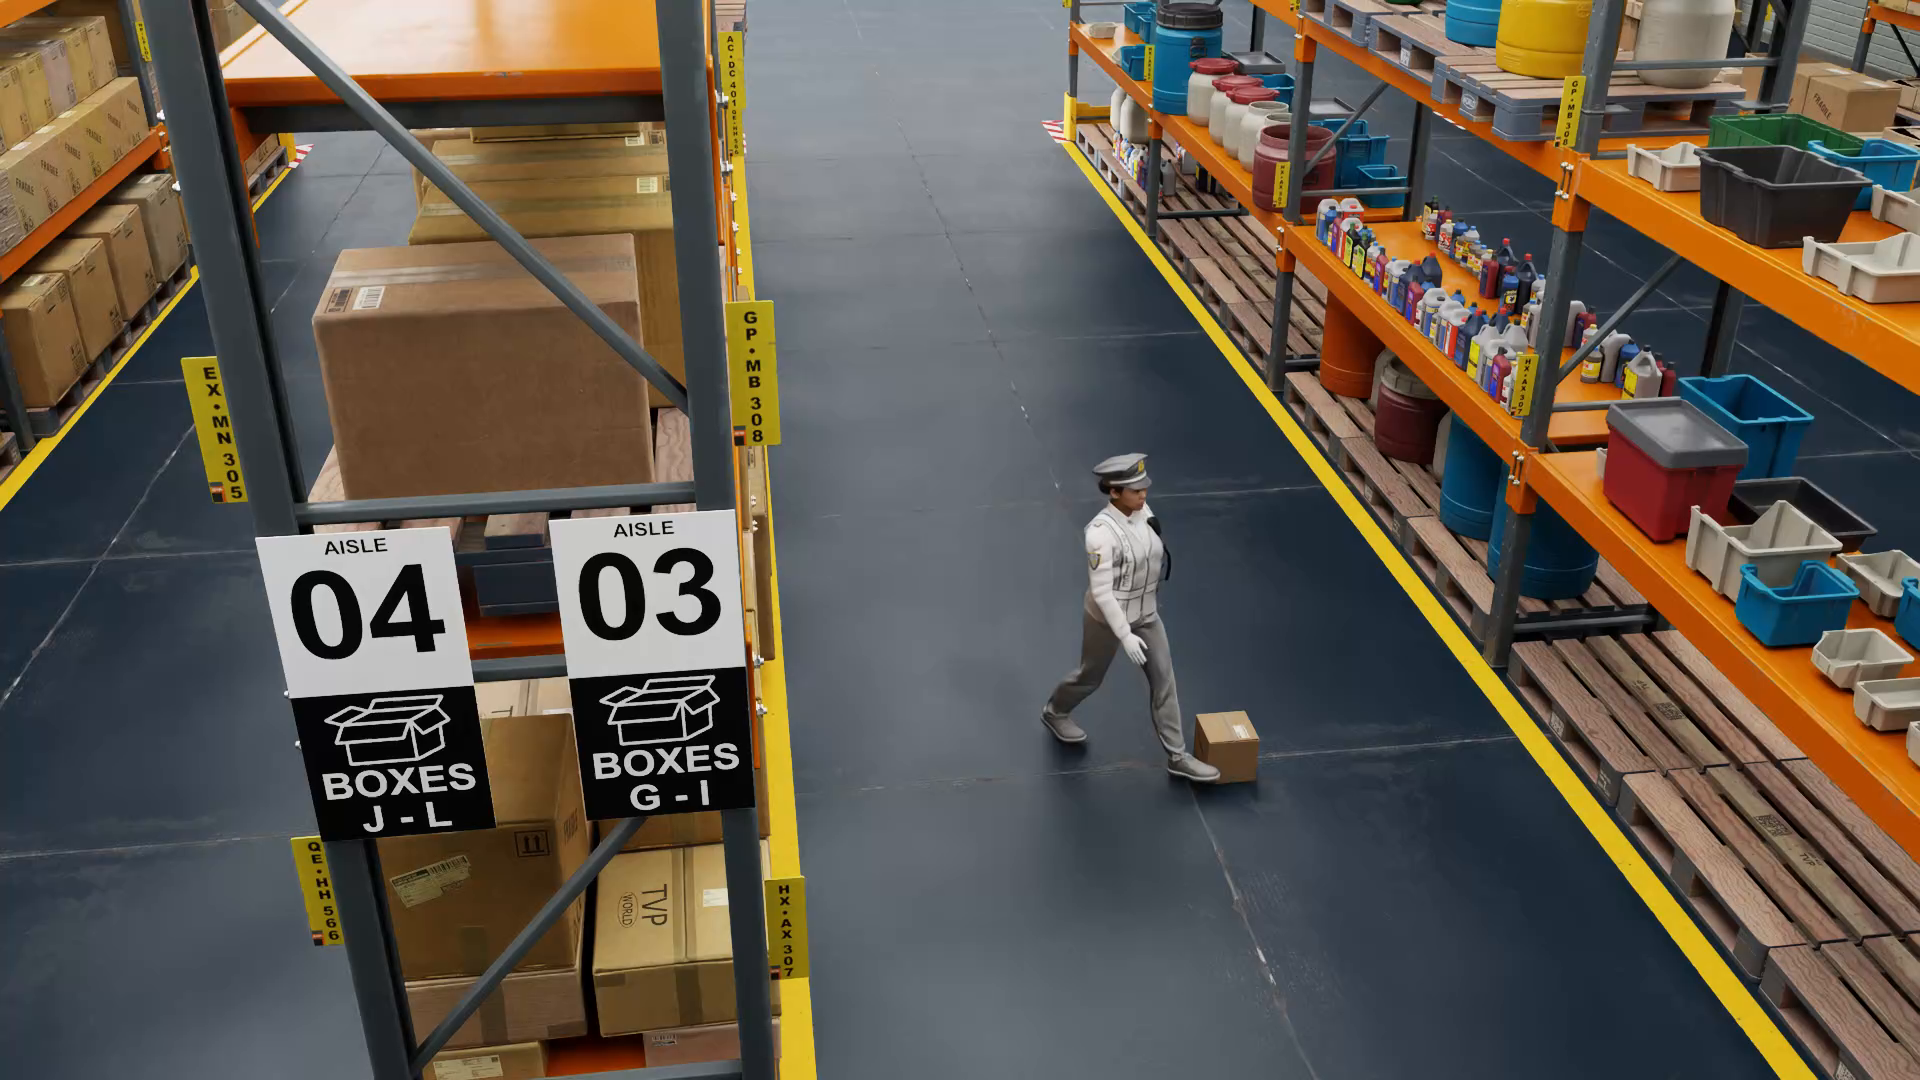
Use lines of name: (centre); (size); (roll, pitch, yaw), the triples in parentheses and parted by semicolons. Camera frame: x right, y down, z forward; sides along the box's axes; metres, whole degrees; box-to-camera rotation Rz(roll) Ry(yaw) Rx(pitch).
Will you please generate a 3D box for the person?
person: (0.817, 0.364, 7.896); (0.499, 1.625, 0.985); (-23, 35, -37)
